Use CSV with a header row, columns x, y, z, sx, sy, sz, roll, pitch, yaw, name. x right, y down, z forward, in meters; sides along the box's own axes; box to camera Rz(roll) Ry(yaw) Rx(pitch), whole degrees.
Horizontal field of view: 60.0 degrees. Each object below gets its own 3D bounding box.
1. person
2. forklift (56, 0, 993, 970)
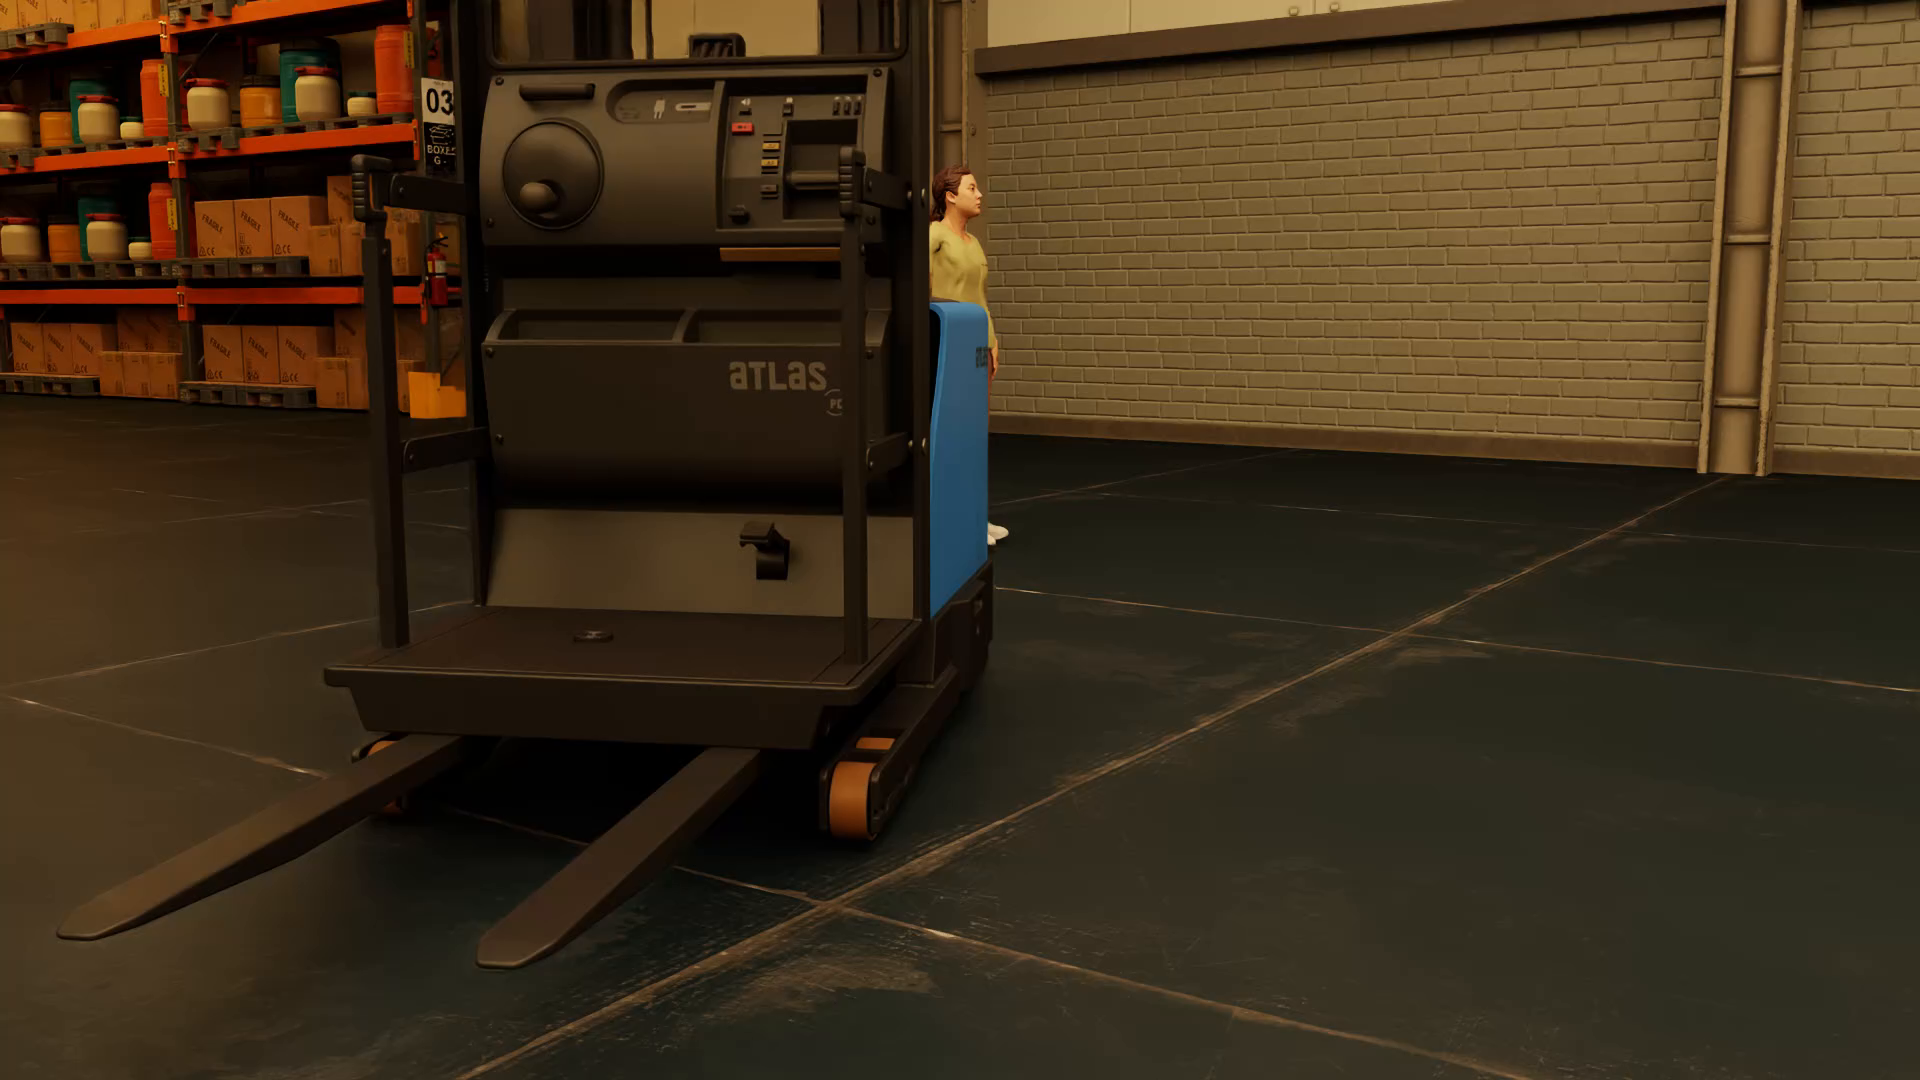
x,y,z,sx,sy,sz,roll,pitch,yaw,name
0.054,-0.830,7.434,0.549,1.675,0.553,5,10,34,person
-0.652,-0.898,3.506,1.130,2.935,3.031,1,8,9,forklift
